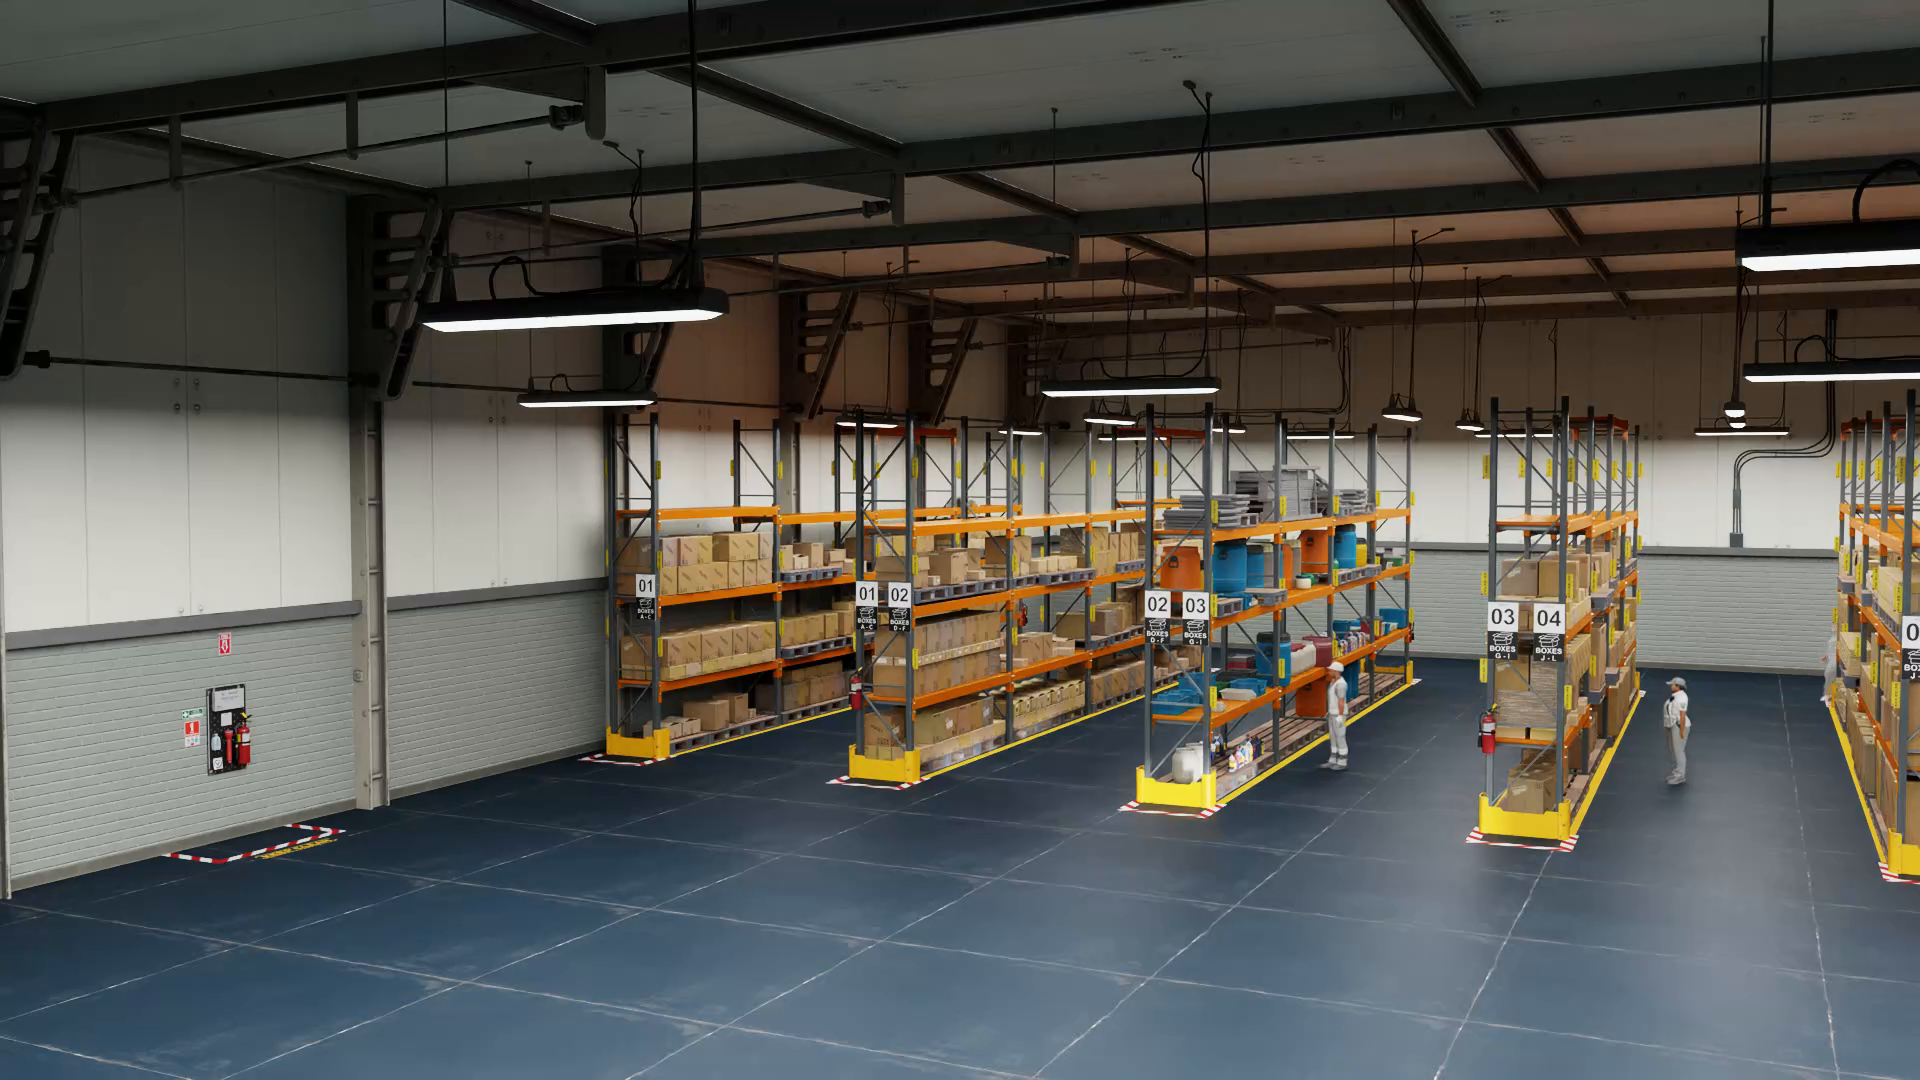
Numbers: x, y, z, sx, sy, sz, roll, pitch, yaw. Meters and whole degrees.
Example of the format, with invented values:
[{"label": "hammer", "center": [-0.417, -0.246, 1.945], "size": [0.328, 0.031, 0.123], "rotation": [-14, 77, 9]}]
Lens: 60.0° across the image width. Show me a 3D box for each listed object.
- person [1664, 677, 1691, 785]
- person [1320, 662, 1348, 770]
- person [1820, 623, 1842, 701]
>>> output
[{"label": "person", "center": [11.515, 3.051, 26.732], "size": [0.438, 1.680, 0.591], "rotation": [0, 2, 3]}, {"label": "person", "center": [6.253, 2.927, 27.724], "size": [0.418, 1.798, 0.554], "rotation": [0, 2, -2]}, {"label": "person", "center": [19.032, 2.647, 36.253], "size": [0.640, 1.702, 0.514], "rotation": [0, 2, -2]}]
